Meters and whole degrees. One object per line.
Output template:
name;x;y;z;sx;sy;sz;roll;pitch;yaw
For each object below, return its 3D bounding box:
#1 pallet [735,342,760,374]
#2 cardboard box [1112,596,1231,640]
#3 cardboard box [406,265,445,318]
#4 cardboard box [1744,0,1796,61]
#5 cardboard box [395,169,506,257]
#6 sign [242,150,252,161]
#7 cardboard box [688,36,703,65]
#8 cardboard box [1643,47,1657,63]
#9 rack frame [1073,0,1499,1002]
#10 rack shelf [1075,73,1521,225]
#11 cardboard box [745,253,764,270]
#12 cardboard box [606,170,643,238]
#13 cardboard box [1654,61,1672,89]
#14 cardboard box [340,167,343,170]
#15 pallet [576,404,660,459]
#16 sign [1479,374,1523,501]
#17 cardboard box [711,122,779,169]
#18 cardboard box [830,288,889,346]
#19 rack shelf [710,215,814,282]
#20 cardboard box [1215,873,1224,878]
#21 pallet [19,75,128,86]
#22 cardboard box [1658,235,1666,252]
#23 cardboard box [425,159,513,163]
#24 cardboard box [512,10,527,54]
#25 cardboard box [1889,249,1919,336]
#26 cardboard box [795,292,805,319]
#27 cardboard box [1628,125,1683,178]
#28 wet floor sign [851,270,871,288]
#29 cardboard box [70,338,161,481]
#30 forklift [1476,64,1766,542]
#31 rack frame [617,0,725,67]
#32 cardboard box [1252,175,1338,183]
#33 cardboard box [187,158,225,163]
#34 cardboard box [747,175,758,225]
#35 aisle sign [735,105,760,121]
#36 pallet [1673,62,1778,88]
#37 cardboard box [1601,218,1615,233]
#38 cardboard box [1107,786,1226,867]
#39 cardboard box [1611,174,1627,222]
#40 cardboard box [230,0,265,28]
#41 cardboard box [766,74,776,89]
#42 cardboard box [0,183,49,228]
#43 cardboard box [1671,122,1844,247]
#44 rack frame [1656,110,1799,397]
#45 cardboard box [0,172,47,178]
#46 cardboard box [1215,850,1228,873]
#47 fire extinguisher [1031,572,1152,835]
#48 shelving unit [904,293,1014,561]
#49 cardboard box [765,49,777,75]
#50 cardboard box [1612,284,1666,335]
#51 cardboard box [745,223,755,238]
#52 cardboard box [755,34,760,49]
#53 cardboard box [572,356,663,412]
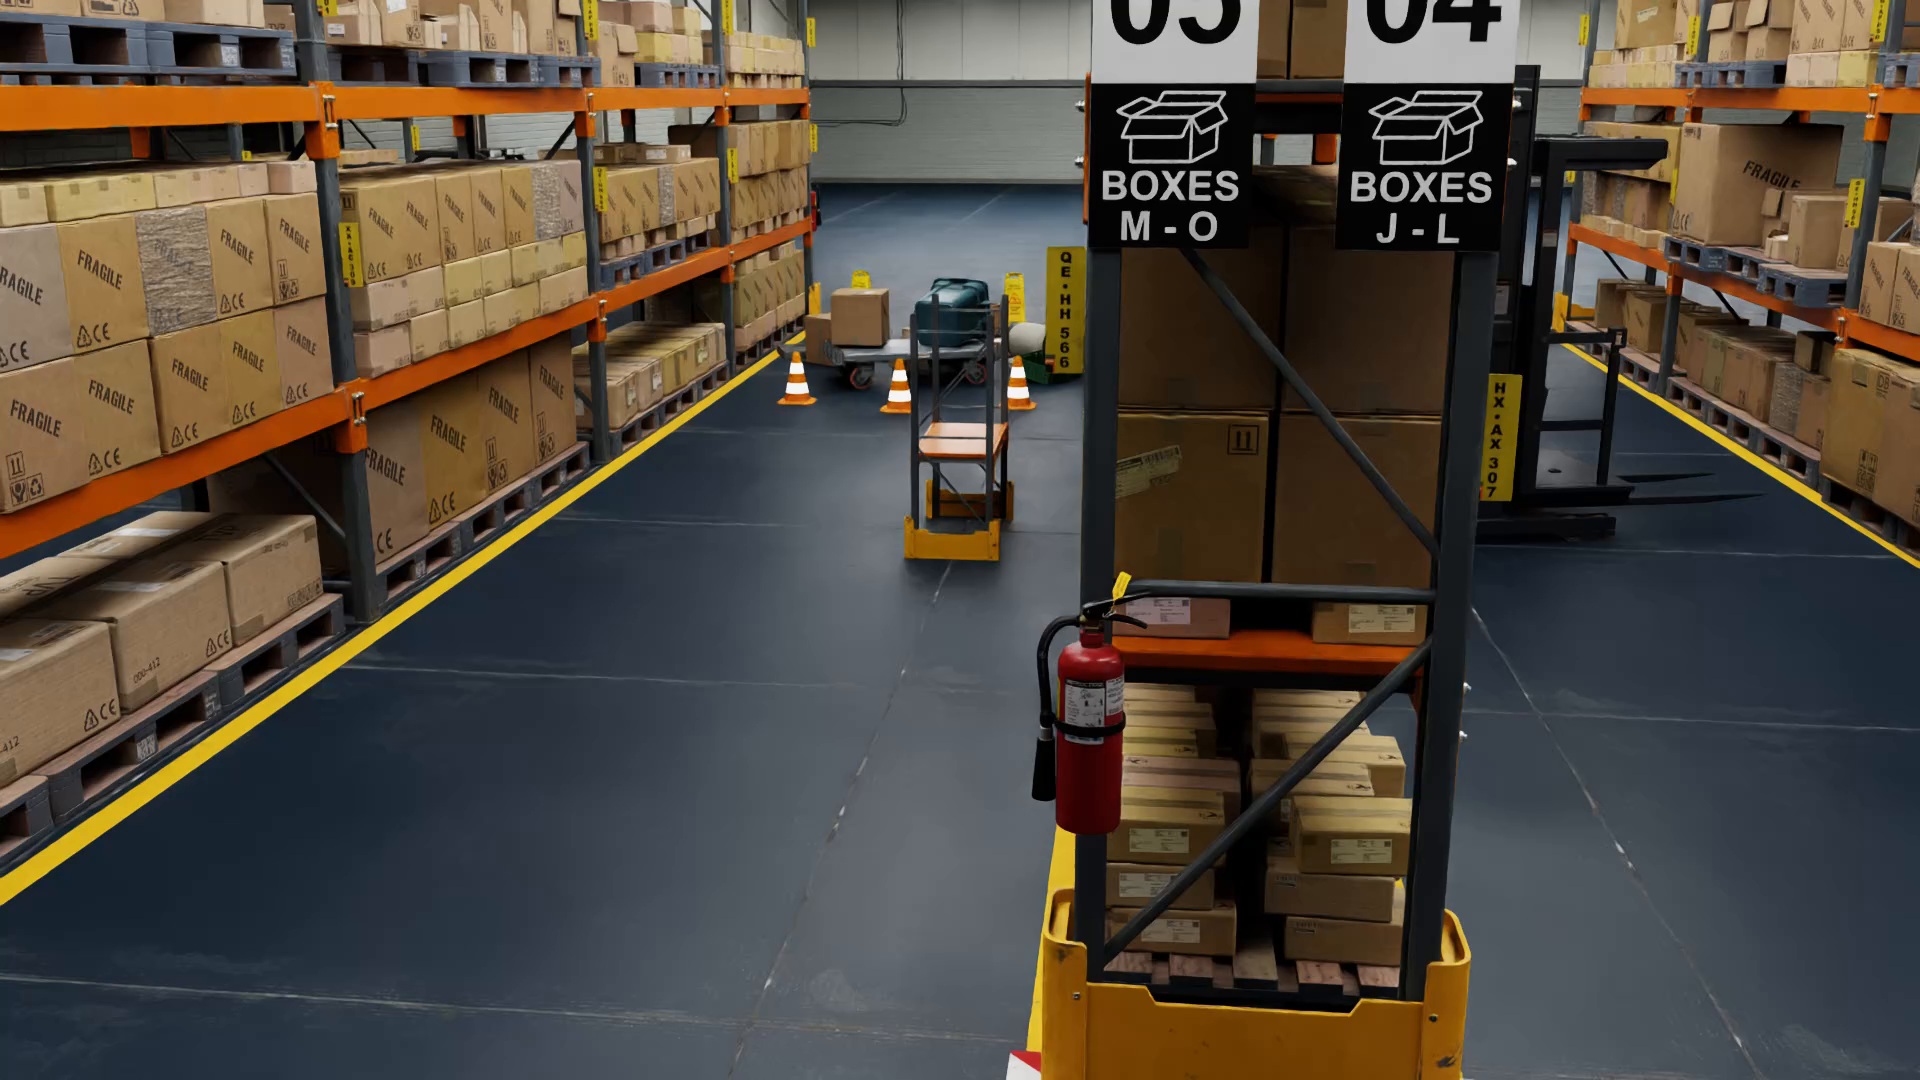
pallet;-2.715;-1.917;17.349;1.003;0.211;1.213;2;15;6
cardboard box;0.576;0.172;4.761;0.380;0.149;0.250;2;15;6
cardboard box;-3.298;-1.424;9.512;0.500;0.250;0.500;2;15;7
cardboard box;6.834;-4.134;13.453;0.797;0.503;0.637;2;15;9
cardboard box;-3.182;-2.047;10.379;0.500;0.500;0.500;1;15;5
sign;-7.148;-3.741;16.683;0.100;0.325;0.005;2;15;6
cardboard box;-2.678;-4.511;15.334;0.500;0.250;0.500;1;15;5
cardboard box;6.984;-4.799;16.441;0.380;0.149;0.250;2;15;9
rack frame;0.820;0.144;4.384;1.000;3.000;0.127;2;15;6
rack shelf;1.046;-1.476;6.005;1.077;0.370;4.000;2;15;6
cardboard box;-2.291;-2.948;17.601;0.380;0.149;0.250;2;15;8
cardboard box;-2.875;-2.691;13.300;0.500;0.500;0.500;2;15;9
cardboard box;6.952;-4.433;15.851;0.500;0.250;0.500;2;15;8
cardboard box;-7.118;-4.201;19.016;0.380;0.149;0.250;2;15;7
pallet;-3.117;-0.907;13.613;1.003;0.211;1.213;2;15;6
sign;1.359;-0.258;4.212;0.100;0.325;0.005;2;15;6
cardboard box;-2.359;-4.270;18.029;0.700;0.500;0.500;2;15;6
cardboard box;-0.984;-2.202;16.399;0.500;0.500;0.500;2;15;6
rack shelf;-2.530;-3.260;18.349;1.077;0.370;4.000;2;15;6
cardboard box;0.716;1.039;5.731;0.380;0.149;0.250;2;15;6
pallet;-8.028;-4.022;14.404;1.003;0.211;1.213;2;15;9
cardboard box;6.861;-2.804;15.767;0.380;0.149;0.250;2;15;6
cardboard box;-3.506;-2.461;11.910;0.500;0.500;0.500;1;15;4
cardboard box;-3.015;-3.269;10.712;0.396;0.266;0.258;1;15;5
cardboard box;6.259;-1.555;10.476;0.500;0.500;0.500;1;15;5
cardboard box;-2.131;-2.777;19.650;0.500;0.250;0.500;2;15;6
cardboard box;6.981;-3.855;16.495;0.500;0.500;0.500;2;15;6
wet floor sign;-1.220;-3.007;20.546;0.267;0.644;0.232;7;17;25
cardboard box;-3.626;-0.534;6.699;0.500;0.500;0.500;2;15;8
forklift;3.760;-1.540;10.742;3.031;2.935;1.130;-2;15;-7
rack frame;-2.756;-5.984;15.553;1.000;3.000;0.127;2;15;6
cardboard box;1.362;-1.172;6.572;0.500;0.500;0.500;2;15;8
cardboard box;-7.883;-3.894;17.312;0.380;0.149;0.250;1;15;5
cardboard box;-2.396;-3.517;17.160;0.500;0.500;0.500;2;15;6
aisle sign;-2.605;-5.406;19.927;0.394;0.787;0.004;2;15;6
pallet;6.916;-3.997;14.309;1.213;0.211;1.003;2;15;6
cardboard box;7.140;-3.387;17.922;0.380;0.149;0.250;2;15;6
cardboard box;0.628;0.885;5.159;0.380;0.149;0.250;2;15;7
cardboard box;7.416;-3.622;17.550;0.875;0.500;0.500;2;15;6
cardboard box;-3.412;-2.472;7.574;0.396;0.266;0.258;2;15;8
cardboard box;-2.196;-4.952;17.964;0.380;0.149;0.250;2;15;6
cardboard box;-3.634;-1.240;6.151;0.380;0.149;0.250;2;15;7
cardboard box;6.862;-3.087;14.377;1.000;1.000;1.000;2;15;7
rack frame;7.091;-2.796;15.257;1.000;3.000;0.127;2;15;6
cardboard box;-4.046;-1.450;6.930;0.380;0.149;0.250;2;15;6
cardboard box;0.679;0.962;5.445;0.380;0.149;0.250;1;15;5
fire extinguisher;0.333;0.413;4.252;0.296;0.674;0.183;2;15;6
shelving unit;0.009;-0.744;10.539;0.587;1.500;1.083;2;15;6
cardboard box;-2.261;-5.108;17.777;0.500;0.250;0.500;2;15;7
cardboard box;7.422;-2.512;18.191;0.500;0.500;0.500;6;16;21
cardboard box;-2.362;-3.239;17.376;0.380;0.149;0.250;2;15;8
cardboard box;-2.303;-5.211;17.395;0.380;0.149;0.250;1;15;5
cardboard box;-3.058;-1.323;14.038;0.950;0.372;0.625;1;15;5
